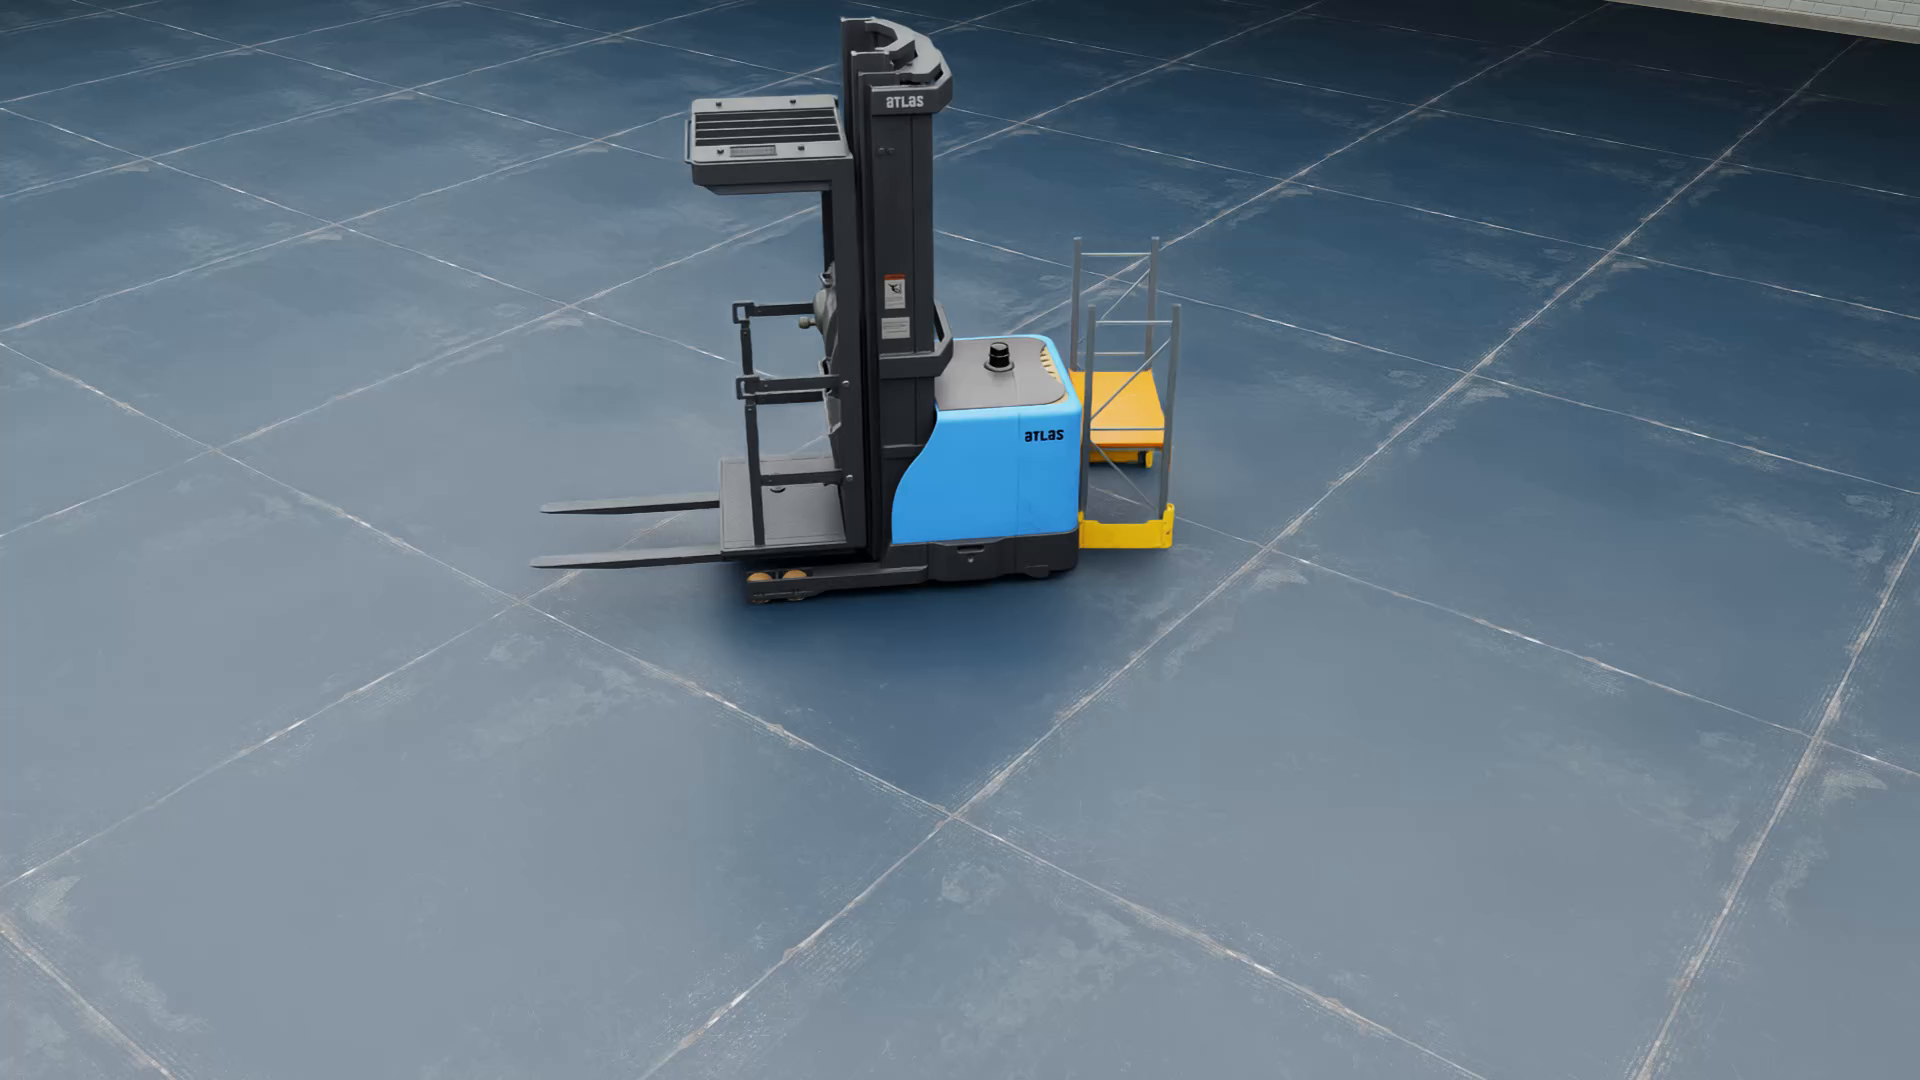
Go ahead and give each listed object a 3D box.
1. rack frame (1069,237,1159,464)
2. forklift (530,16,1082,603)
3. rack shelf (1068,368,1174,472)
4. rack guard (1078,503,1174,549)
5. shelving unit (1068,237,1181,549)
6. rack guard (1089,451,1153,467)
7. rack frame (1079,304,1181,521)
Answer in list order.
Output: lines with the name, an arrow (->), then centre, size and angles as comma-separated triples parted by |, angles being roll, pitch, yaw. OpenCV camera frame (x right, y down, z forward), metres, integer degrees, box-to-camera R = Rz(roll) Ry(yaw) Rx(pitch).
rack frame -> 0.924, -1.137, 10.197 | 0.500, 1.500, 0.032 | 0, 31, -1
forklift -> -0.889, -1.199, 8.899 | 3.031, 2.935, 1.130 | -4, 31, -7
rack shelf -> 0.931, -0.723, 9.851 | 0.538, 0.185, 1.000 | 0, 31, -1
rack guard -> 0.938, -0.081, 9.642 | 0.587, 0.250, 0.087 | 0, 31, -1
shelving unit -> 0.932, -0.873, 9.752 | 0.587, 1.500, 1.083 | 0, 31, -1
rack guard -> 0.925, -0.589, 10.499 | 0.587, 0.250, 0.087 | 0, 31, -1
rack frame -> 0.938, -0.618, 9.322 | 0.500, 1.500, 0.032 | 0, 31, -1
